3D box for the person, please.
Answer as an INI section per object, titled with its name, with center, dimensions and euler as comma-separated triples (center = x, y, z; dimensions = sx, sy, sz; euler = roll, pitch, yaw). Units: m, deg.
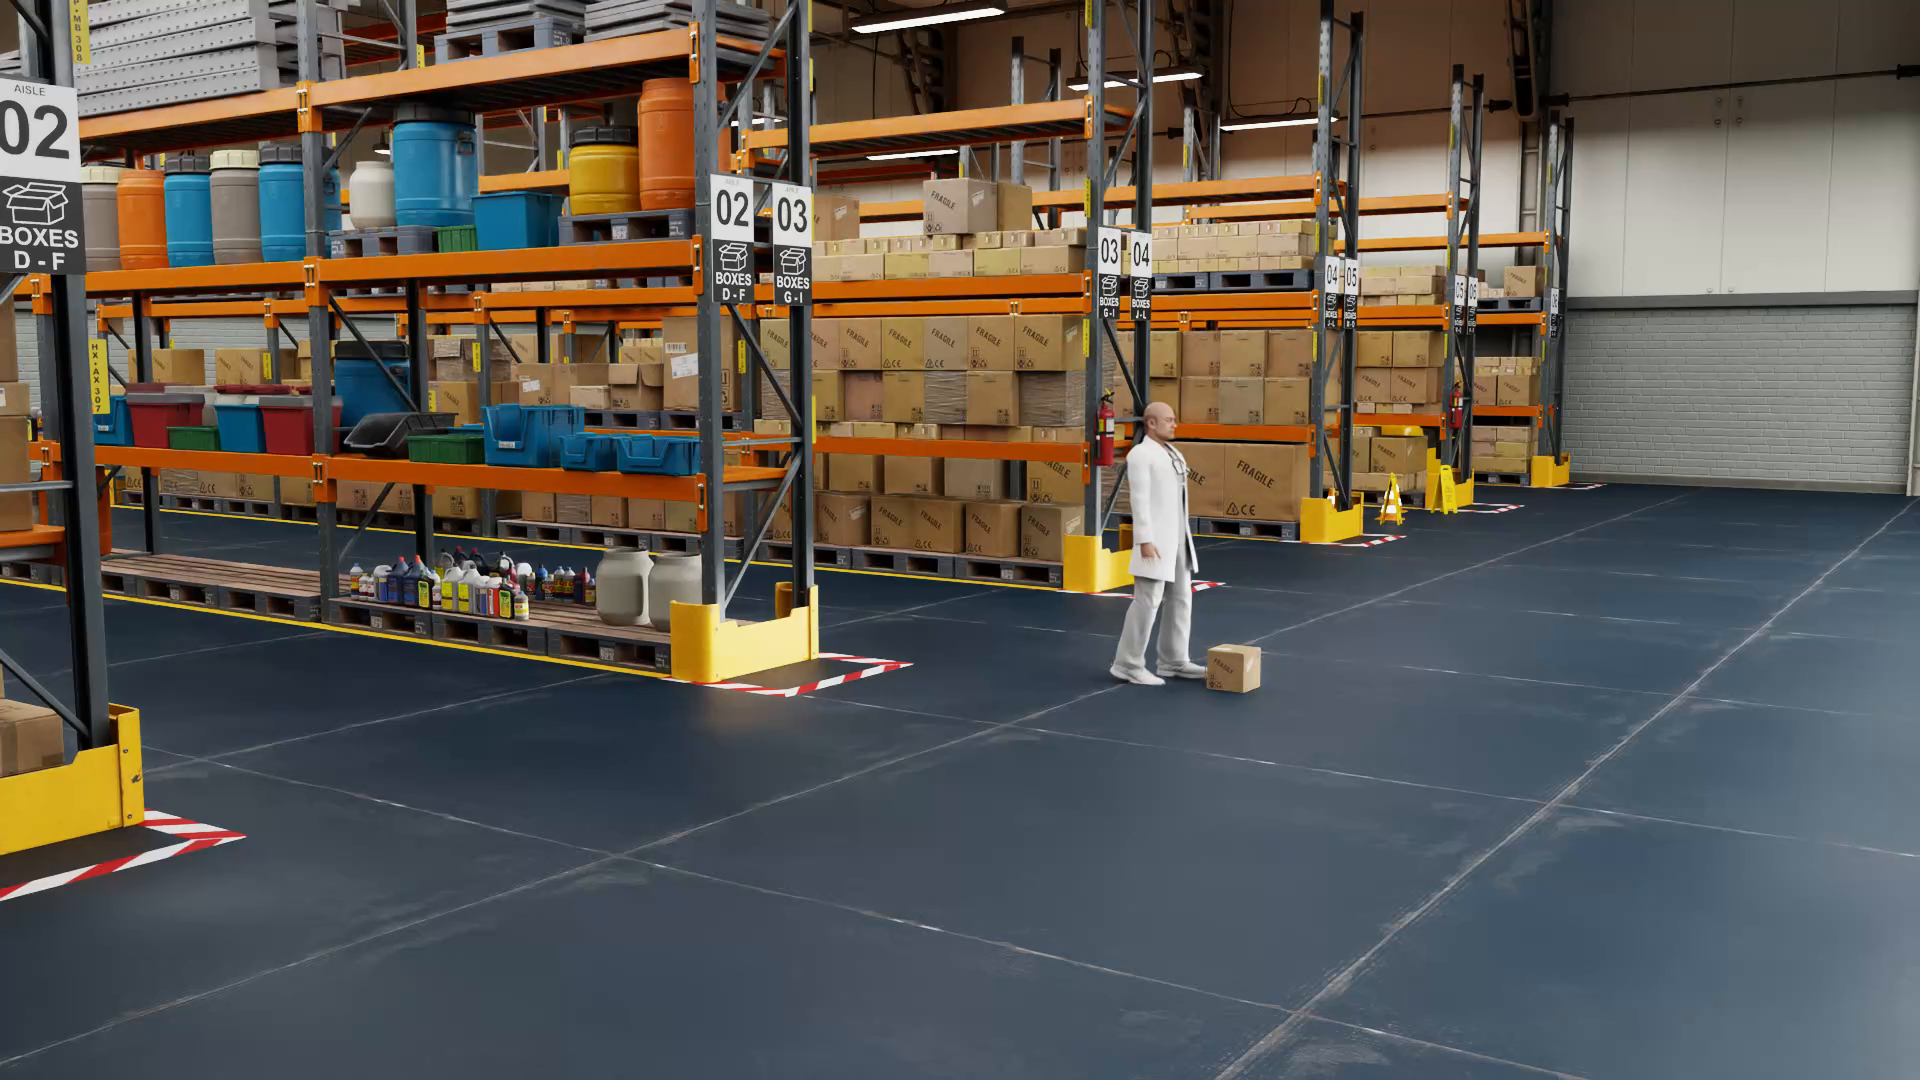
[person]
center = 1.310, 0.027, 10.638
dimensions = 0.557, 1.811, 0.583
euler = 4, 7, 35
